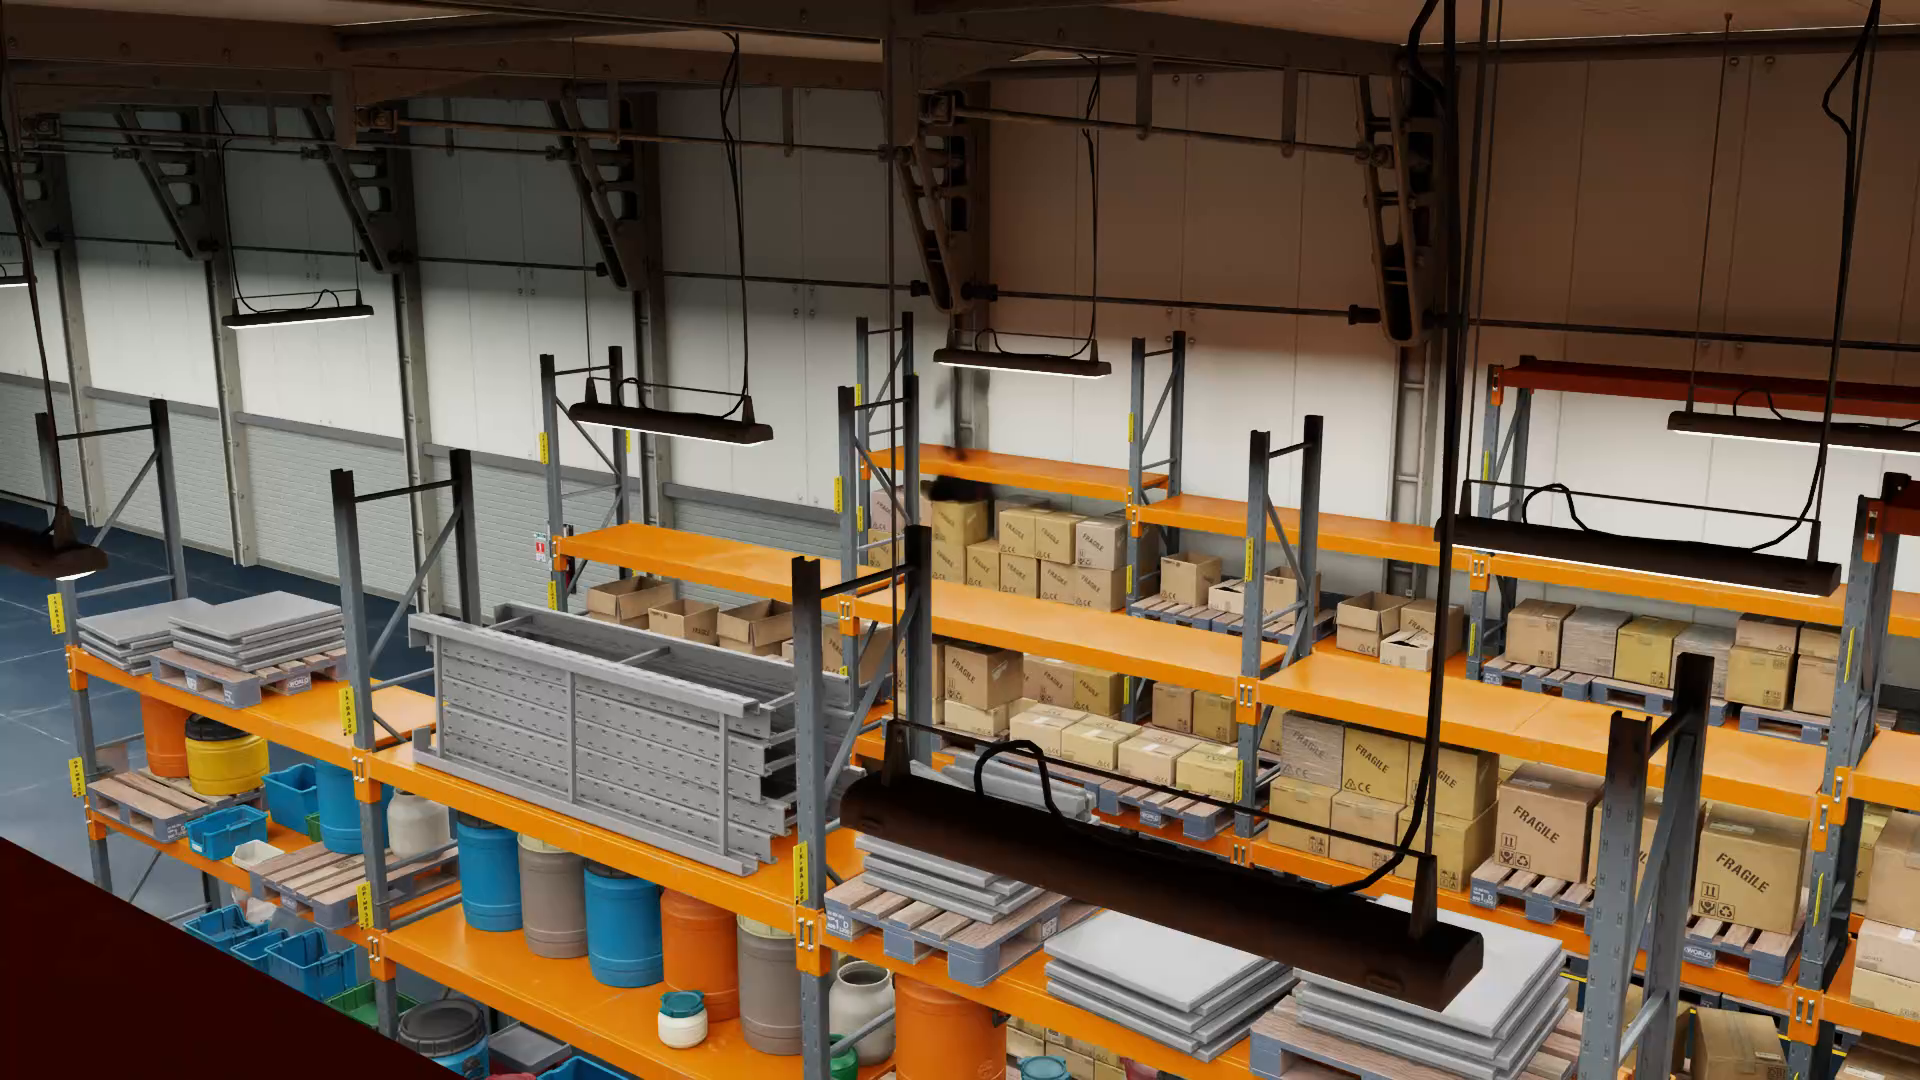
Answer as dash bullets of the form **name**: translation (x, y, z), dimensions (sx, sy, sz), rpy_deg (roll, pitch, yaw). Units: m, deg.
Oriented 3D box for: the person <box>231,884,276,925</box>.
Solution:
- **person**: translation (-6.765, 3.605, 15.948), dimensions (0.605, 1.706, 0.698), rpy_deg (1, 13, 5)
